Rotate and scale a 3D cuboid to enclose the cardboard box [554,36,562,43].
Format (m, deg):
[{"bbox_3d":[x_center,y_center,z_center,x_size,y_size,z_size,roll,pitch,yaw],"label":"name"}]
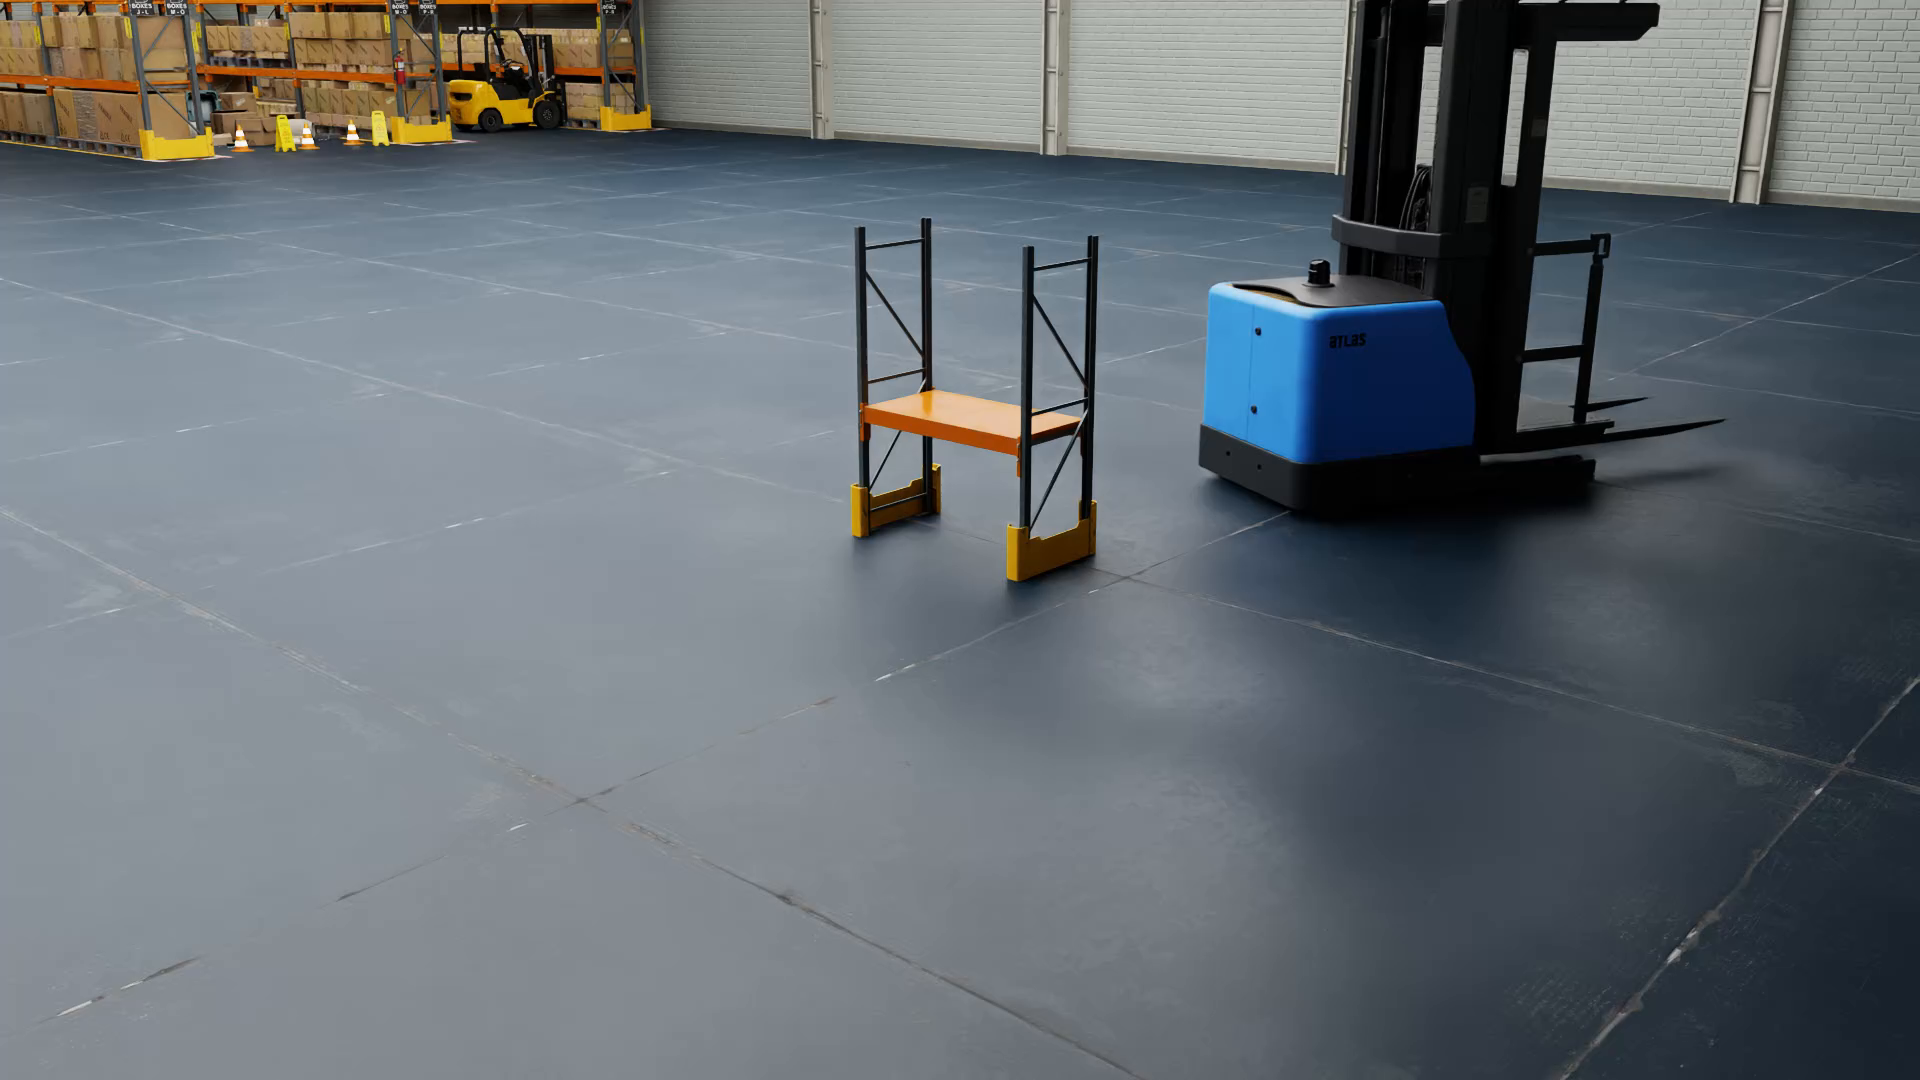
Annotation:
[{"bbox_3d":[-8.778,-11.095,36.875,0.250,0.149,0.380,15,23,40],"label":"cardboard box"}]

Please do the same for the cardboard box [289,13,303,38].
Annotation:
[{"bbox_3d":[-13.455,-10.688,34.520,0.500,0.500,0.700,15,23,39],"label":"cardboard box"}]

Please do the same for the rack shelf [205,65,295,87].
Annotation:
[{"bbox_3d":[-15.136,-10.218,36.538,4.000,0.370,1.077,15,23,39],"label":"rack shelf"}]

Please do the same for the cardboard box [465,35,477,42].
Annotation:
[{"bbox_3d":[-11.389,-11.790,39.064,0.250,0.149,0.380,14,22,38],"label":"cardboard box"}]

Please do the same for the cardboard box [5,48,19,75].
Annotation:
[{"bbox_3d":[-18.174,-9.314,32.335,0.500,0.500,0.500,15,23,40],"label":"cardboard box"}]

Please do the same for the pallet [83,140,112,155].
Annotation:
[{"bbox_3d":[-15.417,-7.274,30.685,1.213,0.211,1.003,15,23,39],"label":"pallet"}]

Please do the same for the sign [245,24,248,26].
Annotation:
[{"bbox_3d":[-16.279,-11.601,37.925,0.005,0.325,0.100,15,23,39],"label":"sign"}]

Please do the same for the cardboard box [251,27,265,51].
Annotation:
[{"bbox_3d":[-14.892,-10.794,35.813,0.500,0.500,0.500,16,24,41],"label":"cardboard box"}]

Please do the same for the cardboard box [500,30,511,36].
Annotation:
[{"bbox_3d":[-10.307,-11.650,38.134,0.250,0.149,0.380,16,23,40],"label":"cardboard box"}]

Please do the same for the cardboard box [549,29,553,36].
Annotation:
[{"bbox_3d":[-8.916,-11.309,37.059,0.250,0.149,0.380,15,23,40],"label":"cardboard box"}]

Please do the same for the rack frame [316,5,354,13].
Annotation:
[{"bbox_3d":[-16.332,-12.889,43.766,0.127,3.000,1.000,15,23,39],"label":"rack frame"}]

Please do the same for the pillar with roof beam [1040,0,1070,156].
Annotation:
[{"bbox_3d":[-1.161,-10.300,25.689,0.400,9.000,9.100,15,23,39],"label":"pillar with roof beam"}]

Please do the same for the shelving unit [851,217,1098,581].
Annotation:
[{"bbox_3d":[0.057,-0.700,7.837,1.083,1.500,0.587,15,23,39],"label":"shelving unit"}]

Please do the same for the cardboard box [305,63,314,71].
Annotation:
[{"bbox_3d":[-13.394,-9.865,34.651,0.250,0.149,0.380,16,24,41],"label":"cardboard box"}]

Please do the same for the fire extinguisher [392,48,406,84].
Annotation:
[{"bbox_3d":[-10.869,-9.192,32.244,0.183,0.674,0.296,15,23,39],"label":"fire extinguisher"}]

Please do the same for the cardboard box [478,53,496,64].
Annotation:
[{"bbox_3d":[-10.899,-11.253,38.860,0.500,0.250,0.500,16,23,40],"label":"cardboard box"}]

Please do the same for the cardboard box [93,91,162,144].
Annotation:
[{"bbox_3d":[-15.069,-7.701,30.236,0.875,0.875,0.875,15,23,38],"label":"cardboard box"}]

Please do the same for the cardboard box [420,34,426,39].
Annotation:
[{"bbox_3d":[-12.888,-12.213,40.399,0.250,0.149,0.380,16,24,41],"label":"cardboard box"}]

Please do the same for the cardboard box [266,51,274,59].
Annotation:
[{"bbox_3d":[-14.611,-10.381,35.584,0.250,0.149,0.380,15,23,38],"label":"cardboard box"}]

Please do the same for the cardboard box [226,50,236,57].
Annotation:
[{"bbox_3d":[-15.957,-10.746,36.734,0.250,0.149,0.380,15,23,40],"label":"cardboard box"}]

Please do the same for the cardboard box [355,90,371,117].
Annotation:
[{"bbox_3d":[-11.813,-8.809,33.521,0.500,0.500,0.500,16,24,41],"label":"cardboard box"}]

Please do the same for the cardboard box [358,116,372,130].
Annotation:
[{"bbox_3d":[-11.814,-8.453,33.639,0.500,0.250,0.500,15,23,39],"label":"cardboard box"}]

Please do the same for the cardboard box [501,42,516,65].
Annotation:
[{"bbox_3d":[-10.190,-11.182,38.223,0.500,0.500,0.500,14,22,38],"label":"cardboard box"}]

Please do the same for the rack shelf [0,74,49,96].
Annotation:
[{"bbox_3d":[-18.346,-9.078,32.945,4.000,0.370,1.077,15,23,39],"label":"rack shelf"}]

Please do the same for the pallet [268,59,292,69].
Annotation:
[{"bbox_3d":[-14.115,-10.254,35.780,1.213,0.211,1.003,15,23,39],"label":"pallet"}]

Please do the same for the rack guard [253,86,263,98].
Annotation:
[{"bbox_3d":[-19.267,-12.486,46.627,0.348,0.500,1.175,15,23,39],"label":"rack guard"}]

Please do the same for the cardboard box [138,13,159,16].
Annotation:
[{"bbox_3d":[-19.688,-12.721,40.346,0.250,0.149,0.380,15,23,38],"label":"cardboard box"}]

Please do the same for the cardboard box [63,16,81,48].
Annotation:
[{"bbox_3d":[-15.796,-9.300,30.423,0.550,0.550,0.875,15,23,39],"label":"cardboard box"}]

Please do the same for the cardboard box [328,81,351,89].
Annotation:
[{"bbox_3d":[-12.736,-9.341,34.125,0.250,0.149,0.380,17,24,42],"label":"cardboard box"}]

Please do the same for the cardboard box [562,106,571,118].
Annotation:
[{"bbox_3d":[-8.652,-9.597,37.243,0.500,0.250,0.500,15,23,40],"label":"cardboard box"}]

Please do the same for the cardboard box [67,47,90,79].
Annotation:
[{"bbox_3d":[-15.814,-8.779,30.566,0.550,0.550,0.875,15,23,39],"label":"cardboard box"}]

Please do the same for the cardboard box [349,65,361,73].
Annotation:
[{"bbox_3d":[-12.073,-9.504,33.515,0.250,0.149,0.380,15,23,39],"label":"cardboard box"}]

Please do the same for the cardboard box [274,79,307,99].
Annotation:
[{"bbox_3d":[-18.316,-12.376,45.589,0.500,0.500,0.700,16,24,41],"label":"cardboard box"}]

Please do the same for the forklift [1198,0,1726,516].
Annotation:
[{"bbox_3d":[2.882,-1.792,8.913,3.031,2.935,1.130,-7,19,-22],"label":"forklift"}]

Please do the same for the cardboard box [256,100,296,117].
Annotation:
[{"bbox_3d":[-15.095,-9.494,36.719,0.625,0.372,0.950,16,24,41],"label":"cardboard box"}]

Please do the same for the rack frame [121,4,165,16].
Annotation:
[{"bbox_3d":[-19.624,-11.765,40.226,0.127,3.000,1.000,15,23,39],"label":"rack frame"}]

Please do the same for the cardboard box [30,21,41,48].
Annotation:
[{"bbox_3d":[-17.226,-9.642,31.715,0.500,0.500,0.700,15,23,38],"label":"cardboard box"}]

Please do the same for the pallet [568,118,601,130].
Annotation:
[{"bbox_3d":[-7.956,-9.295,37.050,1.213,0.211,1.003,15,23,39],"label":"pallet"}]

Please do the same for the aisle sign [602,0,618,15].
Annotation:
[{"bbox_3d":[-7.502,-11.639,35.530,0.004,0.787,0.394,15,23,39],"label":"aisle sign"}]

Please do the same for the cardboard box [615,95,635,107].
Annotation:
[{"bbox_3d":[-7.570,-9.749,36.897,0.500,0.250,0.500,16,23,40],"label":"cardboard box"}]

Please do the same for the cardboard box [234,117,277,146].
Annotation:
[{"bbox_3d":[-13.643,-7.946,32.318,0.637,0.503,0.797,0,18,2],"label":"cardboard box"}]

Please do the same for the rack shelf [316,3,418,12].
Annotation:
[{"bbox_3d":[-14.836,-13.574,42.156,4.000,0.370,1.077,15,23,39],"label":"rack shelf"}]

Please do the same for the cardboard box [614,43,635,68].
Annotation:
[{"bbox_3d":[-7.543,-10.690,36.671,0.500,0.500,0.500,16,24,41],"label":"cardboard box"}]

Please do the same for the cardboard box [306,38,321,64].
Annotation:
[{"bbox_3d":[-13.105,-10.102,34.326,0.500,0.500,0.500,15,23,39],"label":"cardboard box"}]

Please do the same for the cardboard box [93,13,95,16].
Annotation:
[{"bbox_3d":[-21.173,-12.906,40.928,0.250,0.149,0.380,15,23,39],"label":"cardboard box"}]

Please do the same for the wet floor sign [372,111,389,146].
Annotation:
[{"bbox_3d":[-11.217,-7.954,32.107,0.267,0.644,0.232,-9,20,-27],"label":"wet floor sign"}]

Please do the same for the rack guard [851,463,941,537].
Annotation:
[{"bbox_3d":[-0.315,-0.204,8.341,0.087,0.250,0.587,15,23,39],"label":"rack guard"}]
